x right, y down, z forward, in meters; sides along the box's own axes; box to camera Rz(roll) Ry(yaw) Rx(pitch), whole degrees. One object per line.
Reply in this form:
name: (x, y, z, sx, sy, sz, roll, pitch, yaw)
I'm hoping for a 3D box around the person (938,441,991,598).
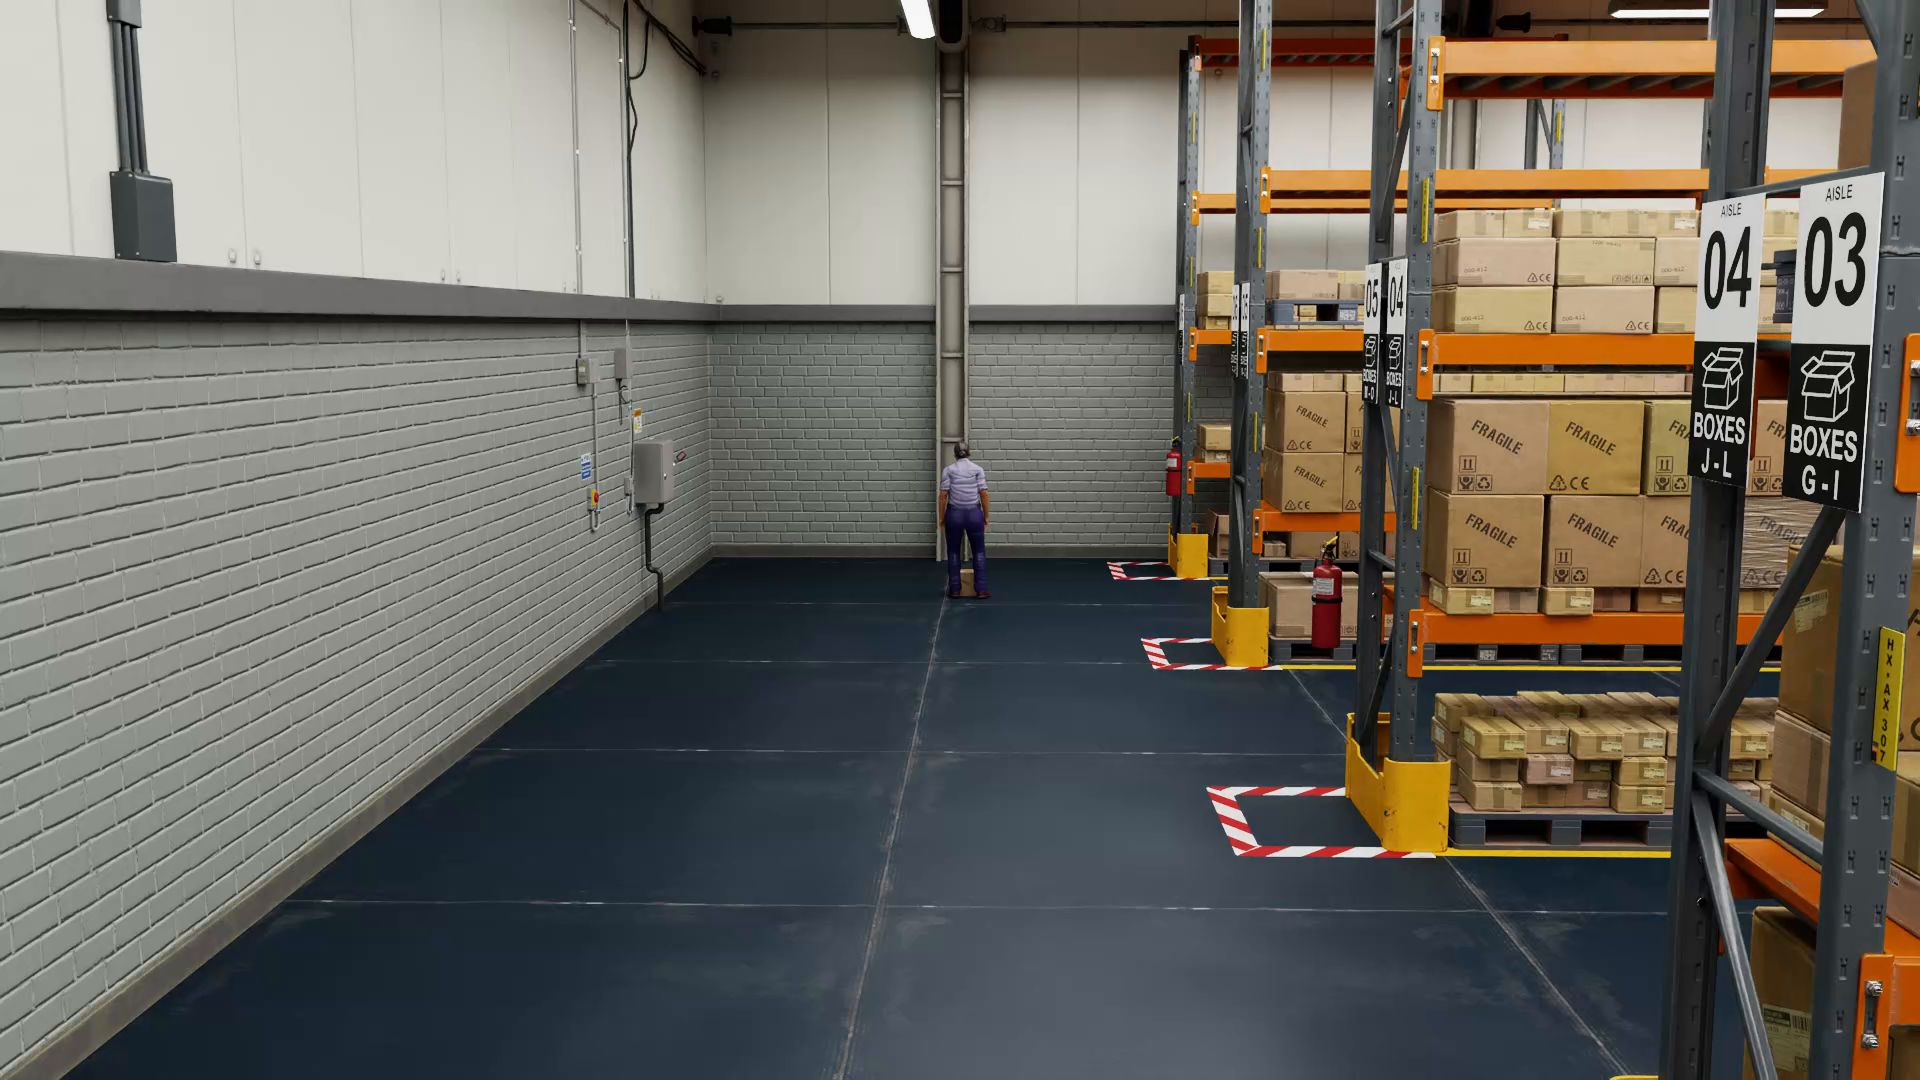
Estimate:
person: (0.054, -0.213, 17.465, 0.551, 1.652, 0.416, 0, 7, 0)
